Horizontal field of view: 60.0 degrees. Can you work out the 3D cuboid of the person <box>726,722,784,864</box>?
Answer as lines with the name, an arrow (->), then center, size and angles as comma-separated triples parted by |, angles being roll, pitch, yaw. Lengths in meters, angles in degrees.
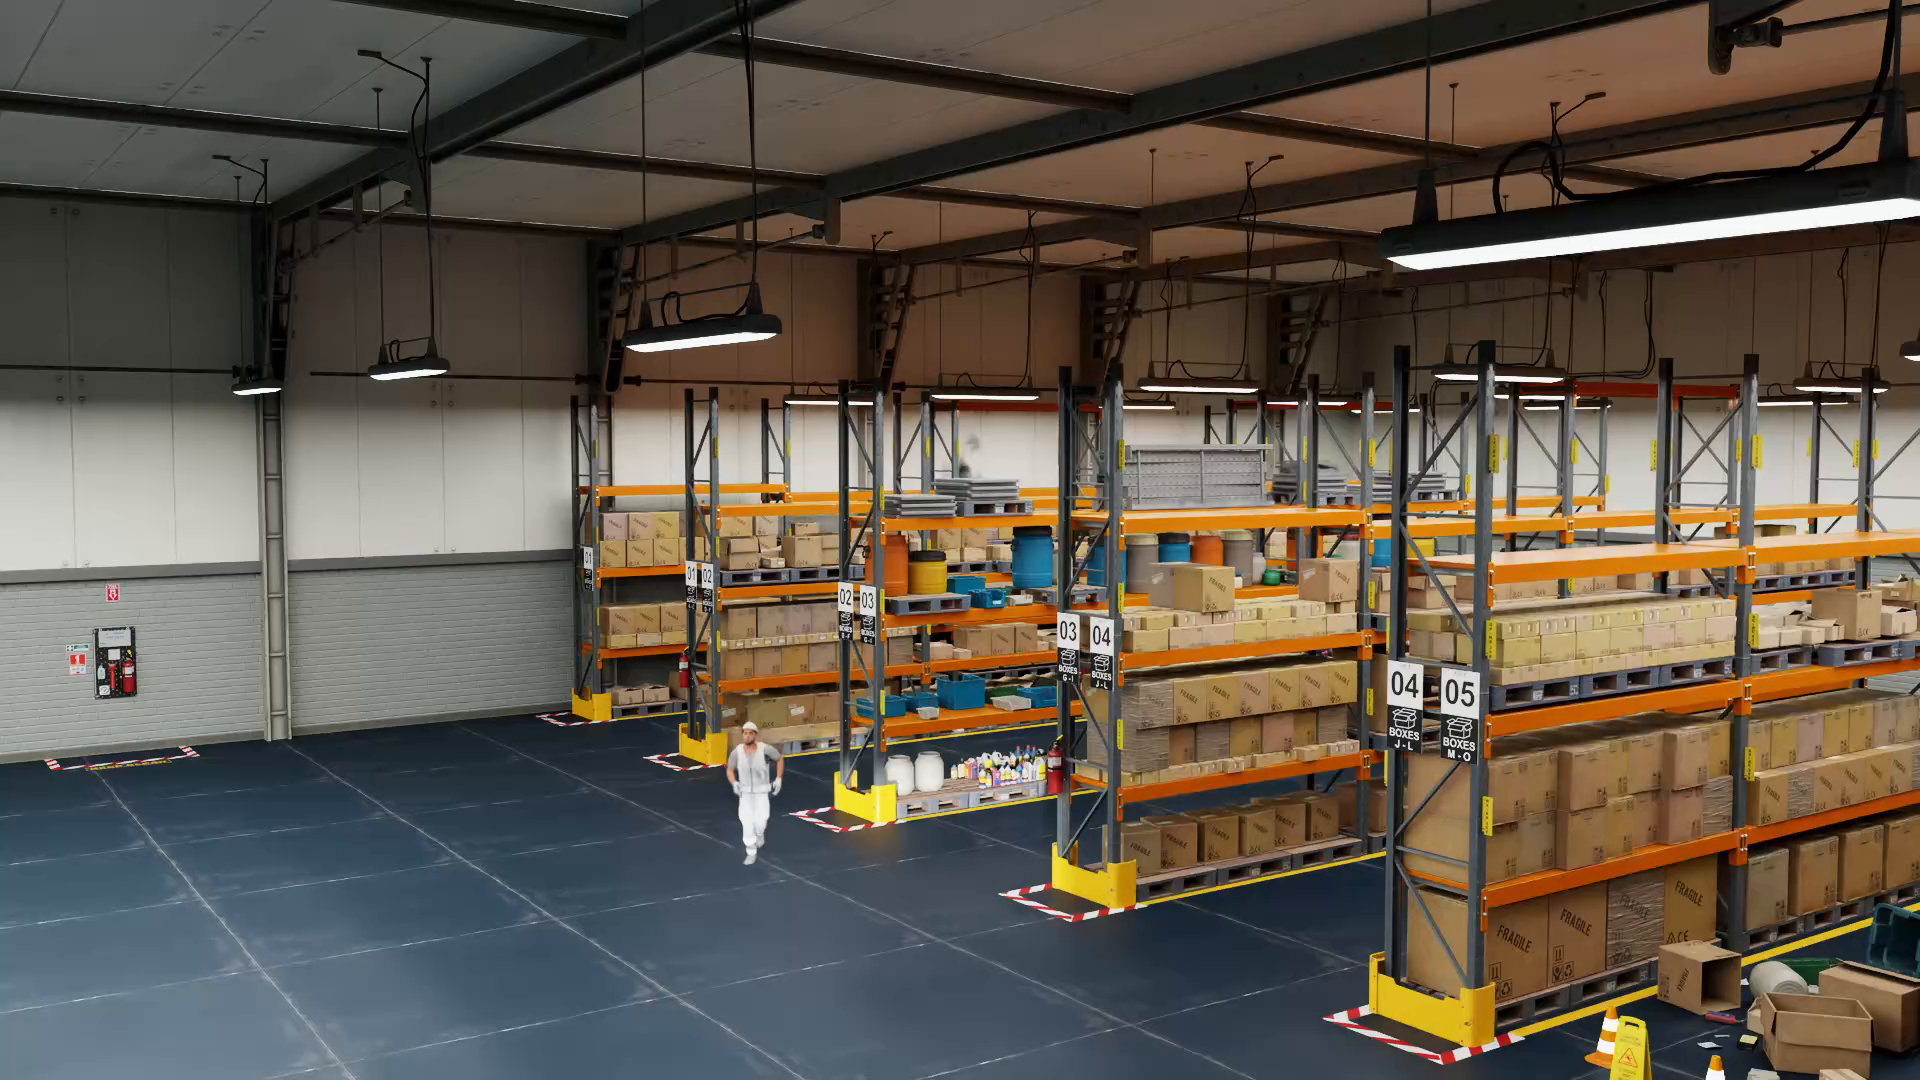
person -> -2.509, 3.081, 20.267 | 0.685, 1.743, 0.666 | 0, 3, 1
